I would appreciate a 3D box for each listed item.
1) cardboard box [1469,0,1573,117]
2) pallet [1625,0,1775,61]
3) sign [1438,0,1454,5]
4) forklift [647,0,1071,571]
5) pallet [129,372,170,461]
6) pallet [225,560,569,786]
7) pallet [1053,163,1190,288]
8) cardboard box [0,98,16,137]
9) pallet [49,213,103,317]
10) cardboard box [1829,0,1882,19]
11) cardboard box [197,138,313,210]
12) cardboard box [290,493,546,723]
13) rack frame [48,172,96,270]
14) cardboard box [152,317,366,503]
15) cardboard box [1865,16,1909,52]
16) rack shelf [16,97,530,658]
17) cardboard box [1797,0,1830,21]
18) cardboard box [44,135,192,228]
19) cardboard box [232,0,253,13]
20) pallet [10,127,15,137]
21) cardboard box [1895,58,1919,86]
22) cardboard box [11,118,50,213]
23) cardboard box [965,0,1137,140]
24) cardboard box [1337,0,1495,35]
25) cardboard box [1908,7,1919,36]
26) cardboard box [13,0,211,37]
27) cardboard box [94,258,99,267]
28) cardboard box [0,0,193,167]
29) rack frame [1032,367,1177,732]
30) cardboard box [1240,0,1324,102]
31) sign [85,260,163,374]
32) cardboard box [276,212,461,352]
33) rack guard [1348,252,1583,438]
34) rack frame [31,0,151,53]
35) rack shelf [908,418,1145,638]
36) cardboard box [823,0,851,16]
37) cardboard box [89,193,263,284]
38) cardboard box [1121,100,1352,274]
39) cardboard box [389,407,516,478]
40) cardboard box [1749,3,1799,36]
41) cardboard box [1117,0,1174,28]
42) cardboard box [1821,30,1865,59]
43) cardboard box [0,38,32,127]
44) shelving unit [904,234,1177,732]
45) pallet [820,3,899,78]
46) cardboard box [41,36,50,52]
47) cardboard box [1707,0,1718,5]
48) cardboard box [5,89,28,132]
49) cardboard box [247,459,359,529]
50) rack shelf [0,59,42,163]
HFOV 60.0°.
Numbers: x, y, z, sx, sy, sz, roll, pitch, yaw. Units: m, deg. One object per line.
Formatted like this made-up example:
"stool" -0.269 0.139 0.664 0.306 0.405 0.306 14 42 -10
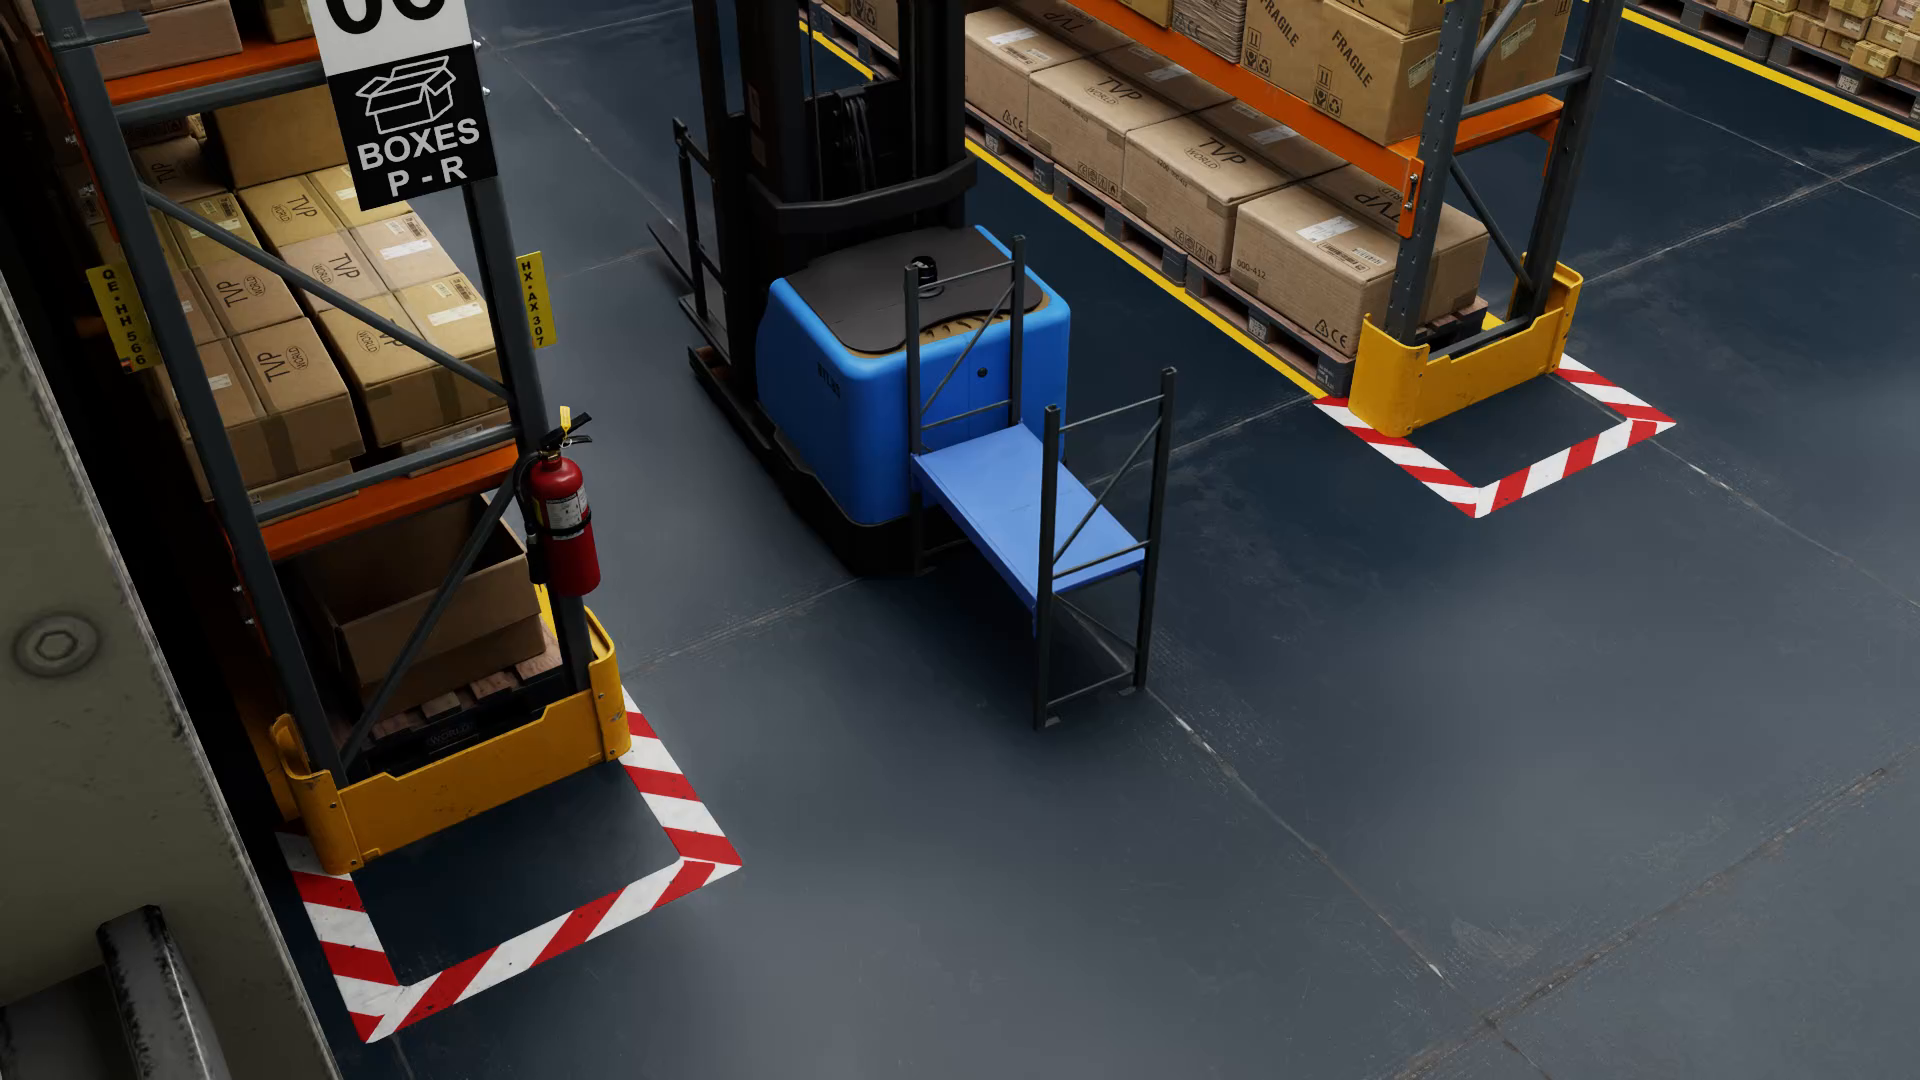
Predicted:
"cardboard box" 2.400 -2.318 7.610 0.500 0.500 0.500 -23 45 -25
"pallet" 5.436 -3.758 11.595 1.003 0.211 1.213 -22 45 -24
"sign" 1.951 -2.278 6.551 0.100 0.325 0.005 -22 45 -24
"forklift" -0.676 -1.930 7.277 1.130 2.935 3.031 -19 43 -21
"pallet" -3.549 -0.928 8.198 1.003 0.211 1.213 -22 45 -24
"pallet" -2.237 0.389 6.618 1.003 0.211 1.213 -22 45 -24
"pallet" 1.268 -1.913 9.381 1.003 0.211 1.213 -22 45 -24
"cardboard box" -5.259 -2.575 9.622 0.500 0.500 0.500 -24 45 -26
"pallet" -4.387 -1.725 9.155 1.003 0.211 1.213 -22 45 -24
"cardboard box" 5.704 -3.425 10.451 0.380 0.149 0.250 -23 45 -25
"cardboard box" -2.623 -1.418 6.494 0.500 0.250 0.500 -23 45 -25
"cardboard box" -2.016 0.224 6.260 0.797 0.503 0.637 -24 45 -26
"rack frame" -3.918 -2.370 7.751 1.000 3.000 0.127 -22 45 -24
"cardboard box" -2.238 -0.425 5.301 0.500 0.250 0.500 -21 44 -23
"cardboard box" 5.916 -3.207 10.422 0.380 0.149 0.250 -23 45 -25
"rack shelf" -2.842 -1.014 6.686 1.077 0.370 4.000 -22 45 -24
"cardboard box" 5.672 -3.507 10.782 0.380 0.149 0.250 -23 45 -25
"cardboard box" -3.328 -1.519 6.614 0.500 0.250 0.500 -21 44 -23
"cardboard box" -1.905 -1.651 4.742 0.380 0.149 0.250 -21 44 -24
"pallet" -5.699 -3.042 10.735 1.003 0.211 1.213 -22 45 -24
"cardboard box" 6.076 -2.958 10.356 0.380 0.149 0.250 -21 44 -24
"cardboard box" -4.691 -2.005 8.938 0.500 0.500 0.500 -24 45 -26
"cardboard box" 0.512 -2.882 10.039 0.875 0.438 0.875 -23 45 -25
"cardboard box" 1.956 -2.522 7.075 0.500 0.500 0.500 -21 44 -23
"cardboard box" 6.037 -3.173 10.149 0.380 0.149 0.250 -22 44 -24
"cardboard box" -2.236 -1.566 4.328 0.500 0.250 0.500 -23 45 -25
"cardboard box" -3.043 -1.015 6.321 0.380 0.149 0.250 -22 45 -25
"cardboard box" -3.341 -1.819 6.389 0.500 0.500 0.500 -23 45 -26
"rack frame" 0.504 0.076 5.987 0.500 1.500 0.032 -19 43 -21
"cardboard box" 1.676 -2.405 7.715 0.500 0.500 0.500 -23 45 -25
"sign" -2.246 -0.597 4.472 0.100 0.325 0.005 -22 45 -24
"cardboard box" -2.055 -0.877 5.844 0.500 0.250 0.500 -22 44 -24
"rack guard" 2.429 -0.948 7.997 1.175 0.500 0.348 -22 45 -24
"rack frame" -1.767 -2.516 3.240 1.000 3.000 0.127 -22 45 -24
"rack shelf" 0.263 -0.072 6.446 0.538 0.185 1.000 -19 43 -21
"cardboard box" -0.628 -4.218 11.300 0.875 0.875 0.875 -21 44 -23
"cardboard box" -2.777 -0.972 5.958 0.500 0.250 0.500 -21 44 -23
"cardboard box" 1.478 -1.911 8.874 0.875 0.438 0.875 -21 44 -23
"cardboard box" -1.712 -0.386 5.567 0.380 0.149 0.250 -23 45 -25
"cardboard box" 5.450 -3.479 10.981 0.380 0.149 0.250 -24 46 -26
"cardboard box" 1.103 -2.954 8.373 0.500 0.500 0.500 -21 44 -23
"cardboard box" 5.783 -3.235 10.688 0.380 0.149 0.250 -22 45 -25
"cardboard box" -3.879 -2.066 7.271 0.500 0.250 0.500 -23 45 -25
"shelving unit" 0.263 -0.211 6.331 0.538 1.500 1.048 -19 43 -21
"pallet" -0.213 -3.400 11.165 1.003 0.211 1.213 -22 45 -24
"cardboard box" -2.328 -1.481 4.538 0.380 0.149 0.250 -21 44 -24
"cardboard box" 5.247 -3.796 11.361 0.380 0.149 0.250 -21 44 -23
"cardboard box" -4.803 -2.317 8.805 0.380 0.149 0.250 -24 46 -26
"cardboard box" -2.171 -0.201 5.344 0.380 0.149 0.250 -23 45 -25
"rack shelf" -4.993 -3.173 9.277 1.077 0.370 4.000 -22 45 -24
